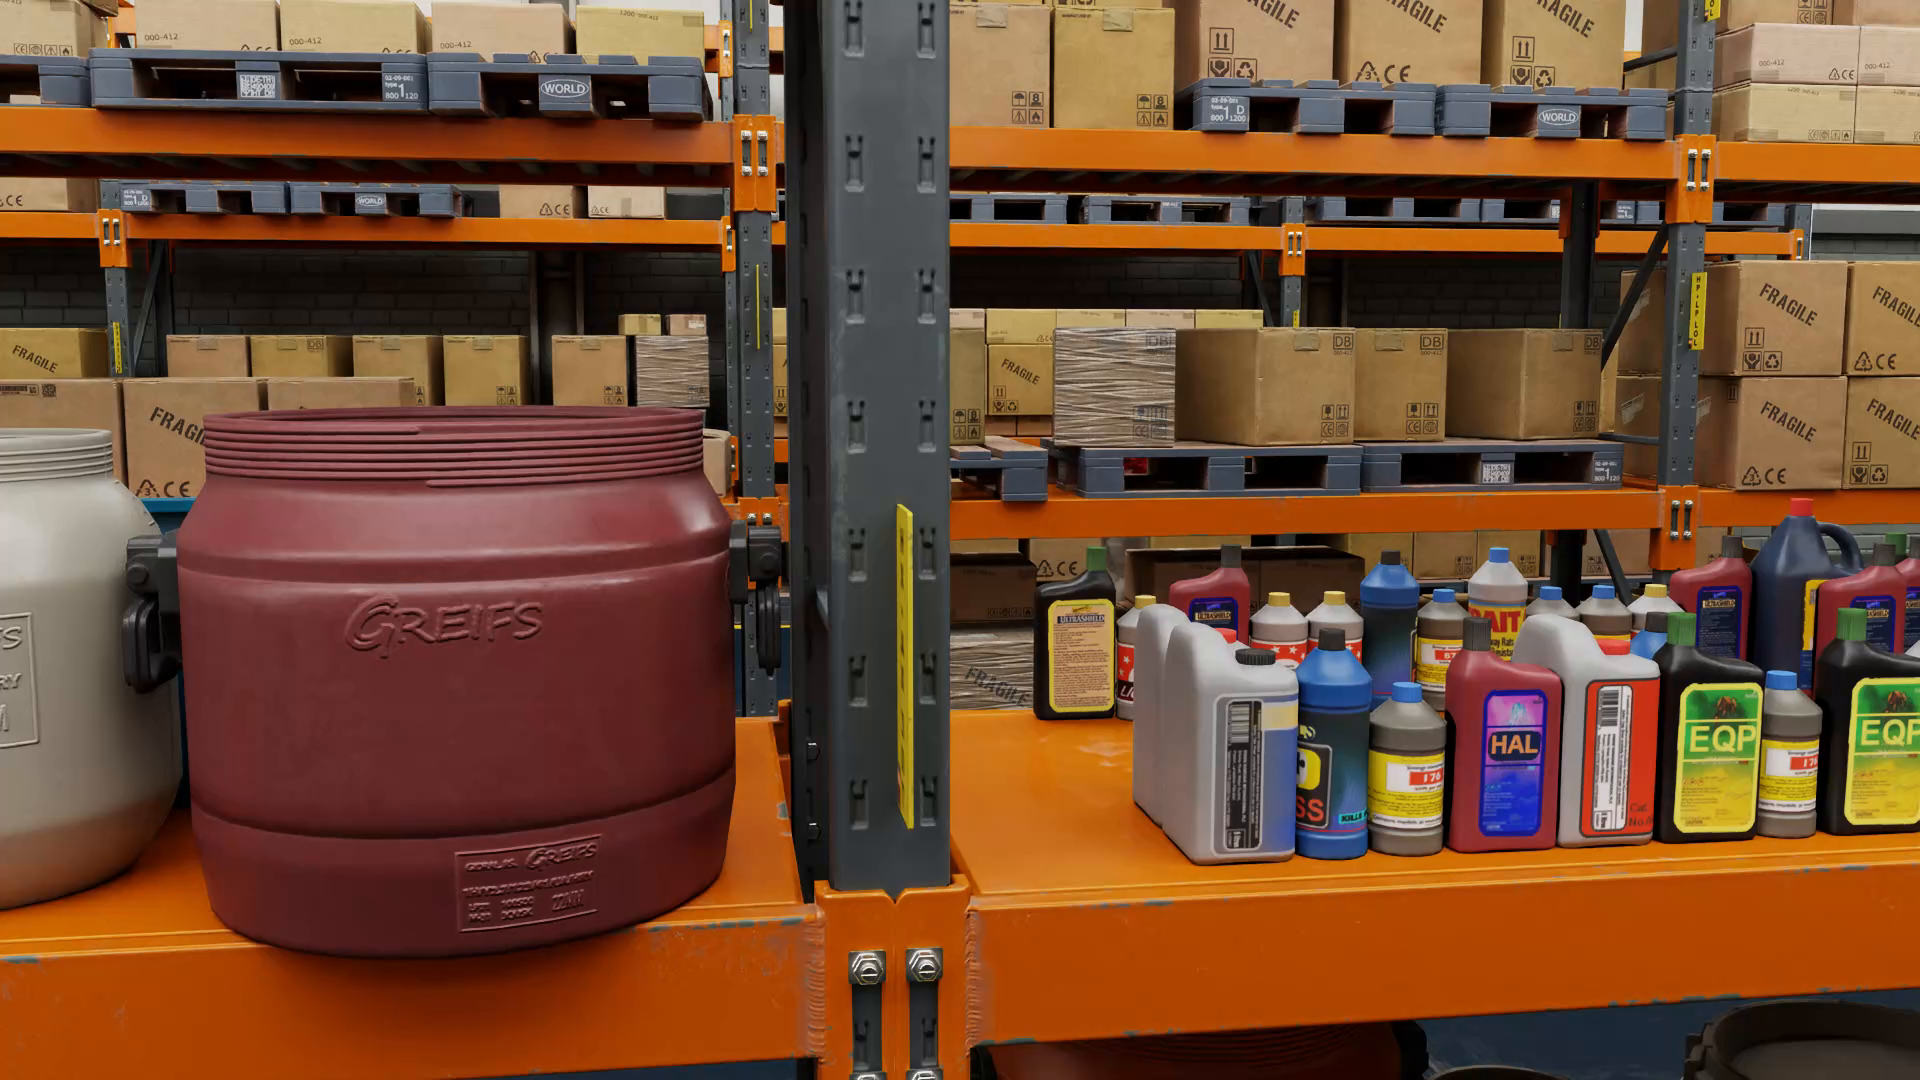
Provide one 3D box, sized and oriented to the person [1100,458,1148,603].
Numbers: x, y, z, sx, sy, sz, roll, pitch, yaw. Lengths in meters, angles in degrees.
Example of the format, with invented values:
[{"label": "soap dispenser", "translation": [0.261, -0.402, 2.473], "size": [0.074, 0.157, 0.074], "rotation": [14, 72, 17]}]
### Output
[{"label": "person", "translation": [1.031, -0.129, 10.519], "size": [0.359, 1.718, 0.534], "rotation": [-1, 6, -8]}]
